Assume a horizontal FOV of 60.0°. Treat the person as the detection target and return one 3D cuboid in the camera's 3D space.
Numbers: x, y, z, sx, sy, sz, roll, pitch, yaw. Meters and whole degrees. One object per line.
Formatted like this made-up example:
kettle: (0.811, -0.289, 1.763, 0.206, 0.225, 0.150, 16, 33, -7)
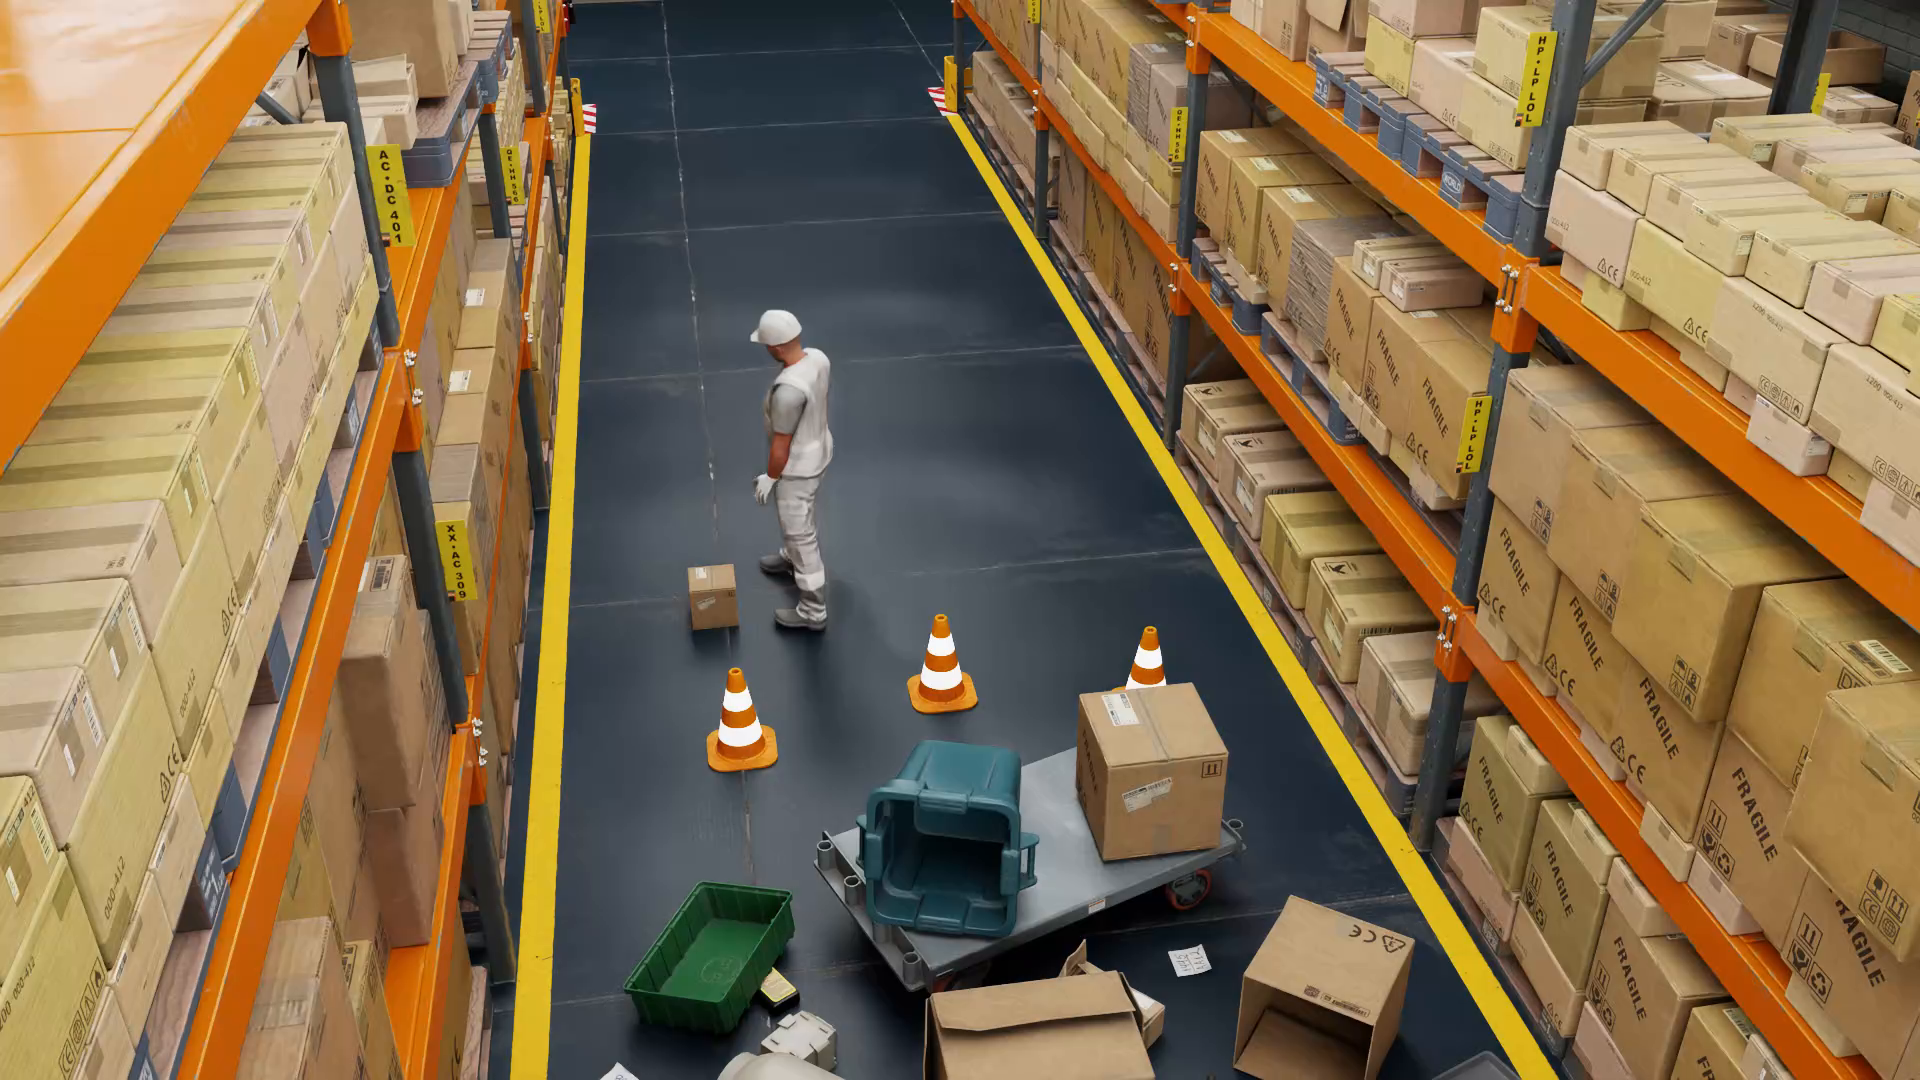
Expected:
person: (-0.943, -0.438, 8.834, 0.568, 1.776, 0.690, 7, 31, 11)
